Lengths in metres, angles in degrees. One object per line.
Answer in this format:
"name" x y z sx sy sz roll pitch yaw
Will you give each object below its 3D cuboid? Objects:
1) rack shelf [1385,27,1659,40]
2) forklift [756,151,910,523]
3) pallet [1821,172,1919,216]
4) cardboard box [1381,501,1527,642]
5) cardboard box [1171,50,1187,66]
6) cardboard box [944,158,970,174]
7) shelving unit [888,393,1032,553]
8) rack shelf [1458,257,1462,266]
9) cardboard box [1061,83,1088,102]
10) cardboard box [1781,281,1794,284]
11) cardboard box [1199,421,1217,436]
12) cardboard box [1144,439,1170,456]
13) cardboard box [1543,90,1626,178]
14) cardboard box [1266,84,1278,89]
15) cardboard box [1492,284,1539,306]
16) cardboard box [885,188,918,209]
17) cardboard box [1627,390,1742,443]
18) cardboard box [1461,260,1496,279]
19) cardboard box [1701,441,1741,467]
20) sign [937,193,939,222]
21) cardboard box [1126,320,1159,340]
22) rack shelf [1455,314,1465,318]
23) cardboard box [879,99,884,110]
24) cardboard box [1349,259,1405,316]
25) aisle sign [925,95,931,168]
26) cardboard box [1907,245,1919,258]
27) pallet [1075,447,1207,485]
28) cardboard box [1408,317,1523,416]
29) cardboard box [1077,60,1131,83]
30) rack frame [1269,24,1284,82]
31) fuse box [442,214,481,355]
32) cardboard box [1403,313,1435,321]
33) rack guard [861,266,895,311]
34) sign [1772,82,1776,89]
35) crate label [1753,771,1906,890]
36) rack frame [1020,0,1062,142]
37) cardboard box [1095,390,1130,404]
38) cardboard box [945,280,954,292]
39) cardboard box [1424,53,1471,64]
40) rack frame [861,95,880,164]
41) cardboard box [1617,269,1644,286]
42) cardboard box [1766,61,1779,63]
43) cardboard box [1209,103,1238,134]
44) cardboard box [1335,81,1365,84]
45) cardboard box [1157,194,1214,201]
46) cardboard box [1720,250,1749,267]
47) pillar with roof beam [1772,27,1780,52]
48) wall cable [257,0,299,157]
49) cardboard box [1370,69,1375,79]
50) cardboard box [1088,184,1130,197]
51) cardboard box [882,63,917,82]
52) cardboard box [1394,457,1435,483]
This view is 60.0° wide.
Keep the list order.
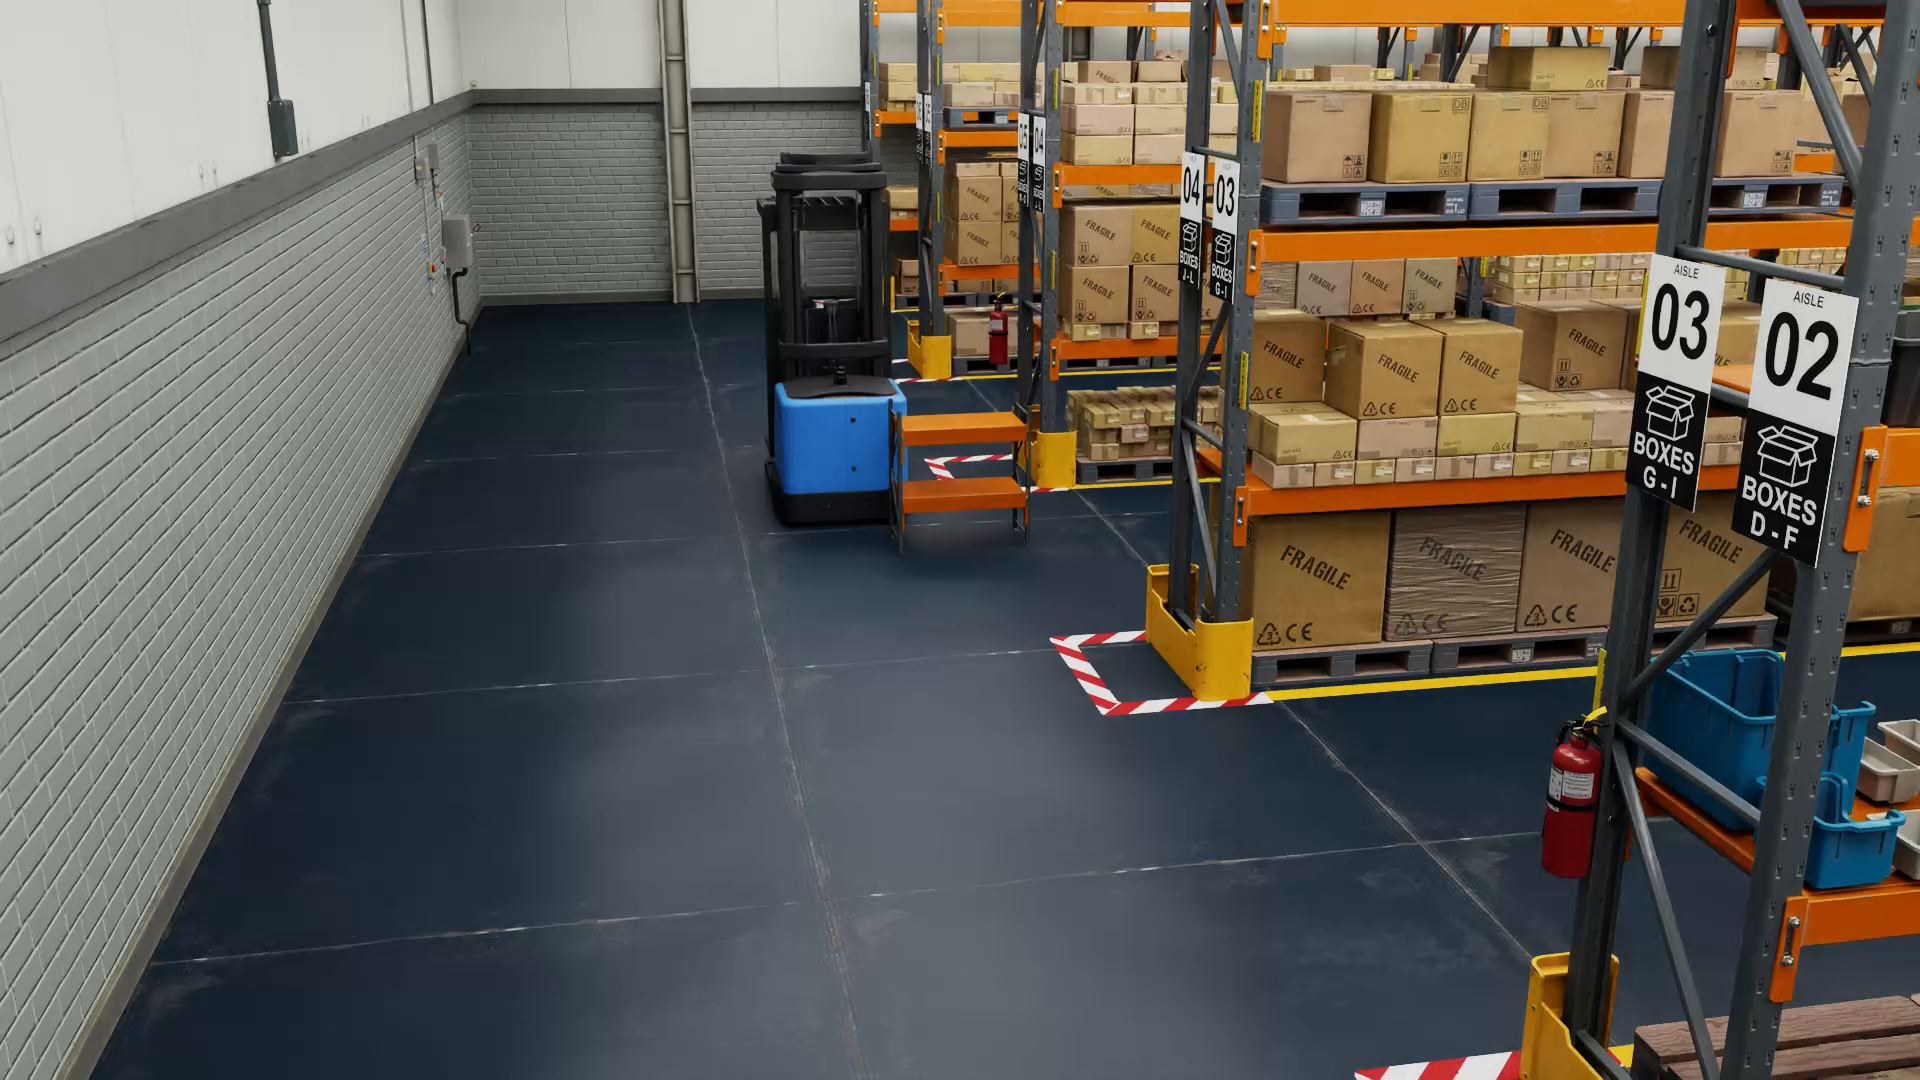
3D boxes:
"rack shelf" 8.526 -7.803 25.298 4.000 0.370 1.077 -3 17 -10
"forklift" -1.181 -1.933 14.614 1.130 2.935 3.031 -3 17 -10
"pallet" 6.351 -2.257 10.767 1.217 0.209 0.805 -4 18 -13
"cardboard box" 3.039 0.079 10.848 0.875 0.875 0.875 -3 17 -10
"cardboard box" 3.176 -7.100 24.541 0.258 0.266 0.396 -3 17 -10
"cardboard box" -0.033 -4.397 19.539 0.250 0.149 0.380 -3 17 -10
"shelving unit" -0.007 -0.537 13.145 1.048 1.125 0.538 -3 17 -10
"rack shelf" 5.544 -3.473 20.737 4.000 0.370 1.077 -3 17 -10
"cardboard box" 0.962 -3.957 14.701 0.250 0.149 0.380 -3 17 -11
"cardboard box" 7.652 -2.400 15.730 0.250 0.149 0.380 -3 17 -10
"cardboard box" 2.272 -1.060 15.289 0.250 0.149 0.380 -4 18 -13
"cardboard box" 1.750 -0.891 15.243 0.250 0.149 0.380 -3 17 -10
"cardboard box" 3.634 -2.501 10.183 0.500 0.500 0.700 -2 17 -8
"cardboard box" 2.583 -3.884 14.464 0.250 0.149 0.380 -3 17 -9
"cardboard box" 5.092 -2.254 15.256 0.250 0.149 0.380 -4 18 -13
"cardboard box" -0.796 -4.932 24.009 0.500 0.250 0.500 -3 17 -10
"cardboard box" 4.569 -0.790 10.523 0.500 0.250 0.500 -3 17 -9
"cardboard box" 4.972 -2.586 15.830 0.250 0.149 0.380 -3 17 -9
"cardboard box" 4.718 -0.589 10.548 0.250 0.149 0.380 -4 17 -11
"sign" -0.248 -3.774 18.882 0.005 0.325 0.100 -3 17 -10
"cardboard box" 1.588 -1.891 14.787 0.250 0.149 0.380 -4 17 -12
"rack shelf" 6.582 -2.052 16.109 4.000 0.370 1.077 -3 17 -10
"cardboard box" -1.022 -6.312 24.073 0.250 0.149 0.380 -3 17 -9
"cardboard box" 3.687 -2.337 15.136 0.500 0.500 0.500 -4 17 -12
"aisle sign" -0.363 -4.638 18.876 0.004 0.787 0.394 -3 17 -10
"cardboard box" 8.988 -3.055 16.277 0.500 0.500 0.700 -3 17 -11
"pallet" 1.570 -0.768 15.453 1.213 0.211 1.003 -3 17 -10
"cardboard box" 3.054 -1.063 10.134 0.500 0.500 0.500 -4 17 -12
"cardboard box" 1.661 -5.282 19.236 0.500 0.500 0.500 -3 17 -9
"rack frame" 3.580 -6.574 19.387 0.127 3.000 1.000 -3 17 -10
"fuse box" -6.134 -3.160 20.686 0.414 1.711 0.539 -3 17 -10
"cardboard box" 4.150 -2.035 15.257 0.250 0.149 0.380 -4 17 -12
"rack guard" -1.218 -3.723 24.582 0.348 0.500 1.175 -3 17 -10
"sign" 5.348 -2.836 10.912 0.005 0.325 0.100 -3 17 -10
"crate label" 2.777 0.934 5.345 0.303 0.233 0.416 -3 17 -10
"rack frame" 0.691 -4.929 14.034 0.127 3.000 1.000 -3 17 -10
"cardboard box" 1.420 -1.284 15.510 0.250 0.149 0.380 -3 17 -9
"cardboard box" -0.249 -3.771 24.620 0.250 0.149 0.380 -4 18 -13
"cardboard box" 7.320 -7.060 25.023 0.500 0.500 0.500 -3 17 -10
"rack frame" -1.292 -4.914 24.201 0.127 3.000 1.000 -3 17 -10
"cardboard box" 6.119 -2.456 15.407 0.250 0.149 0.380 -3 17 -8
"cardboard box" 10.298 -6.006 21.336 0.500 0.250 0.500 -4 17 -12
"cardboard box" 2.182 -3.666 14.435 0.500 0.250 0.500 -3 17 -10
"cardboard box" 3.514 -4.093 15.144 0.250 0.149 0.380 -4 17 -12
"cardboard box" 2.099 -2.887 15.221 0.500 0.500 0.500 -2 17 -8
"cardboard box" 7.148 -2.657 15.554 0.250 0.149 0.380 -3 17 -10
"pillar with roof beam" 14.379 -7.653 22.901 0.400 9.000 9.100 -3 17 -10
"wall cable" -4.673 -5.710 11.098 0.120 5.999 2.277 -3 17 -10
"cardboard box" 6.003 -6.966 24.843 0.250 0.149 0.380 -4 17 -12
"cardboard box" 1.678 -4.043 19.493 0.500 0.500 0.500 -3 17 -10
"cardboard box" -0.809 -6.609 23.510 0.500 0.250 0.500 -3 17 -11
"cardboard box" 2.703 -0.475 10.176 0.250 0.149 0.380 -4 17 -11
